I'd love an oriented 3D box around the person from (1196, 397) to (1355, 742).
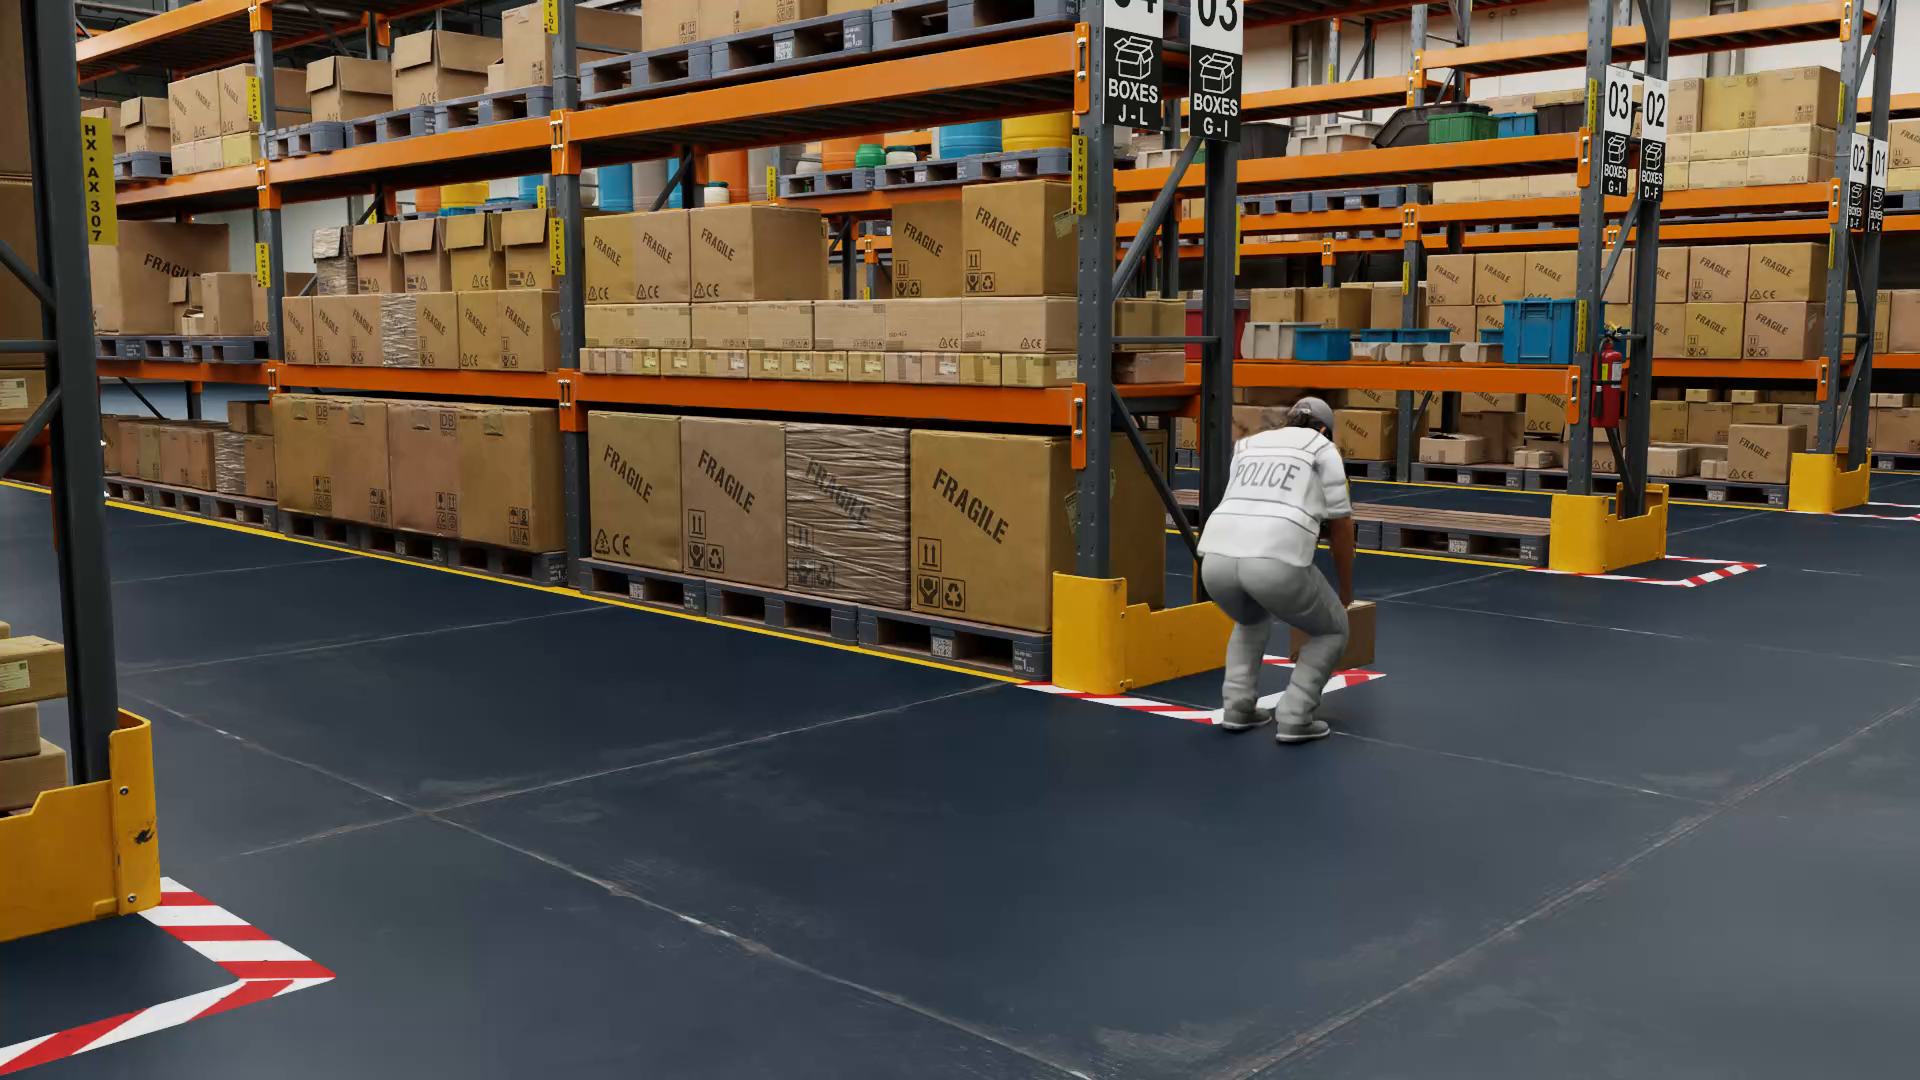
[{"bbox_3d":[1.223,0.103,6.449,0.537,1.296,0.771,6,10,41],"label":"person"}]
